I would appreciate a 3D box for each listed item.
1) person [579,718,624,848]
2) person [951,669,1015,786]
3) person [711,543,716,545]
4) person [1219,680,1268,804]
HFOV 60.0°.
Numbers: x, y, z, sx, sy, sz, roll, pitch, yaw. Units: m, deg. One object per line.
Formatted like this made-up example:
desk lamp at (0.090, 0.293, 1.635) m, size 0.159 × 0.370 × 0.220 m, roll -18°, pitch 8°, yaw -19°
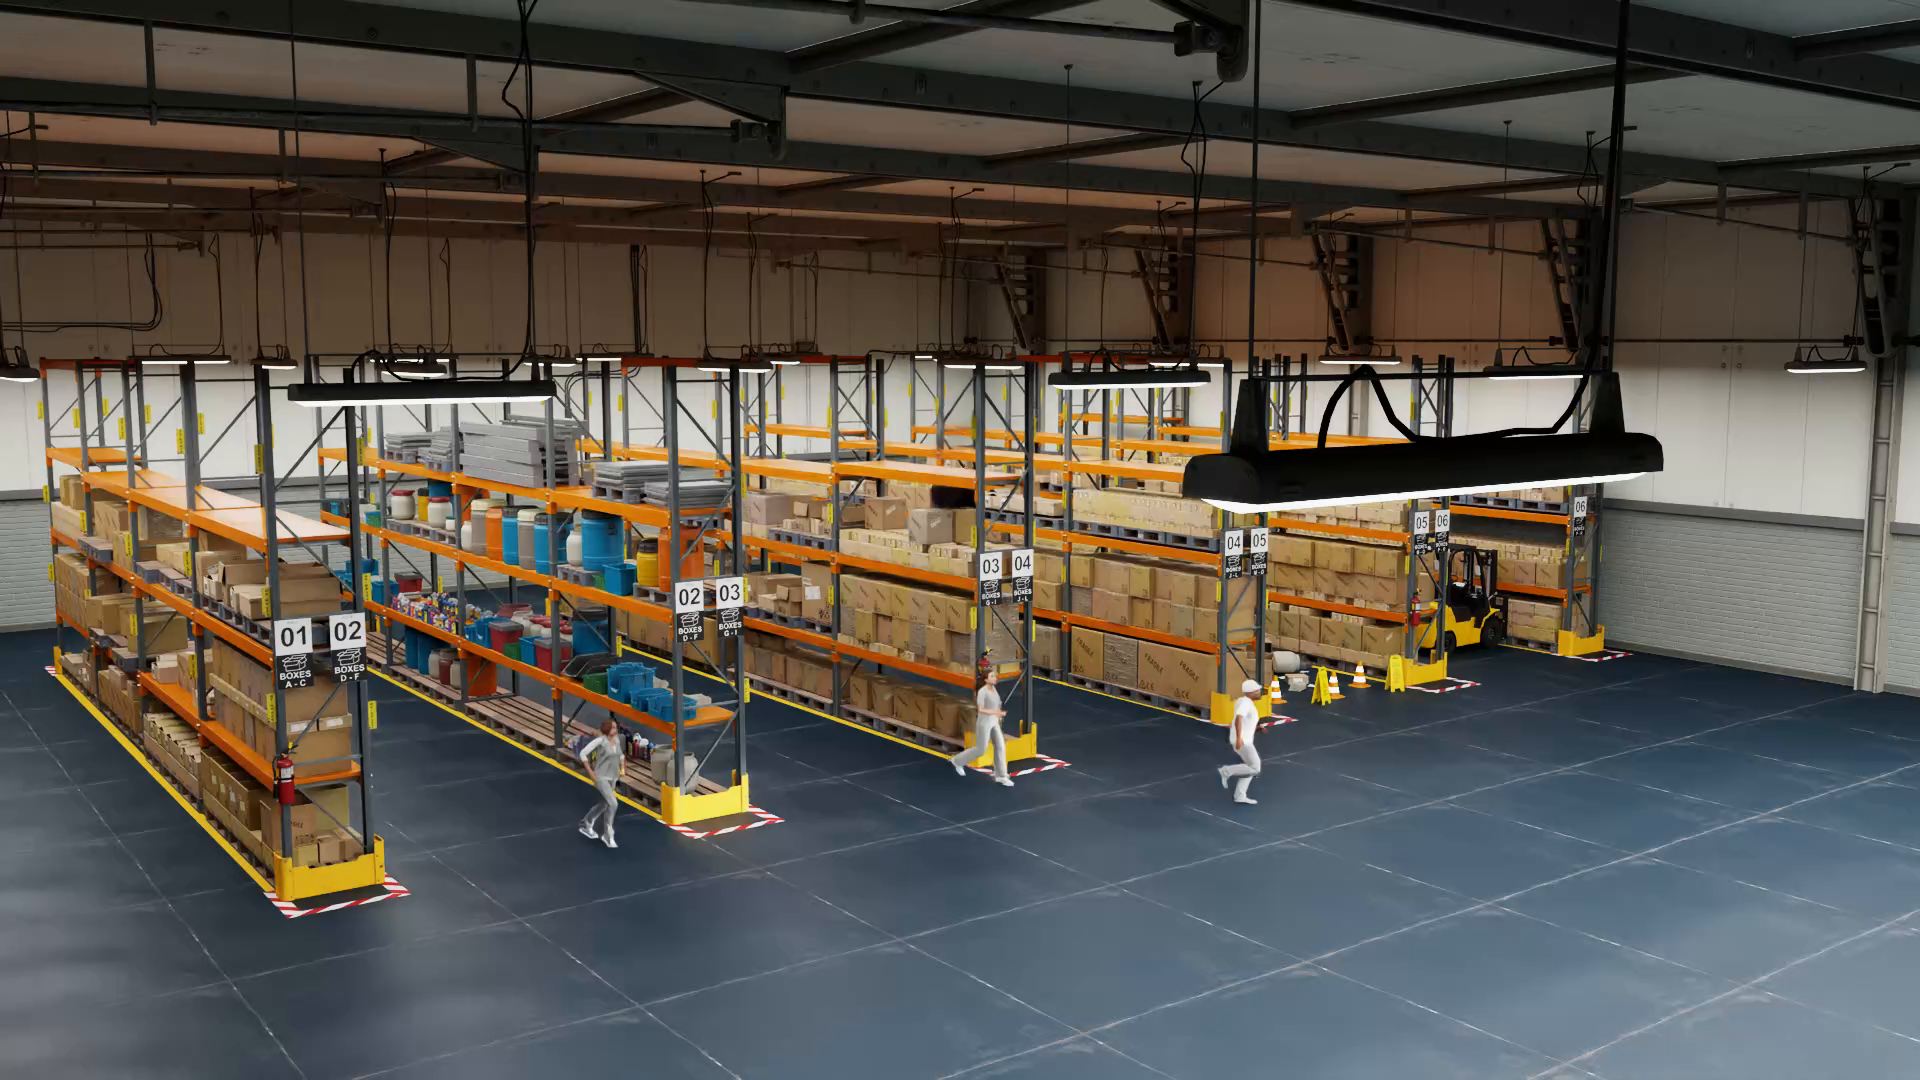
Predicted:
person at (-4.502, 3.070, 20.976) m, size 0.647 × 1.623 × 0.583 m, roll 4°, pitch 8°, yaw 27°
person at (0.352, 2.656, 23.801) m, size 0.953 × 1.675 × 0.577 m, roll 4°, pitch 8°, yaw 30°
person at (-5.885, 0.850, 39.184) m, size 0.549 × 1.579 × 0.682 m, roll -2°, pitch 7°, yaw -19°
person at (3.888, 2.769, 22.790) m, size 0.683 × 1.713 × 0.746 m, roll 0°, pitch 7°, yaw 3°
